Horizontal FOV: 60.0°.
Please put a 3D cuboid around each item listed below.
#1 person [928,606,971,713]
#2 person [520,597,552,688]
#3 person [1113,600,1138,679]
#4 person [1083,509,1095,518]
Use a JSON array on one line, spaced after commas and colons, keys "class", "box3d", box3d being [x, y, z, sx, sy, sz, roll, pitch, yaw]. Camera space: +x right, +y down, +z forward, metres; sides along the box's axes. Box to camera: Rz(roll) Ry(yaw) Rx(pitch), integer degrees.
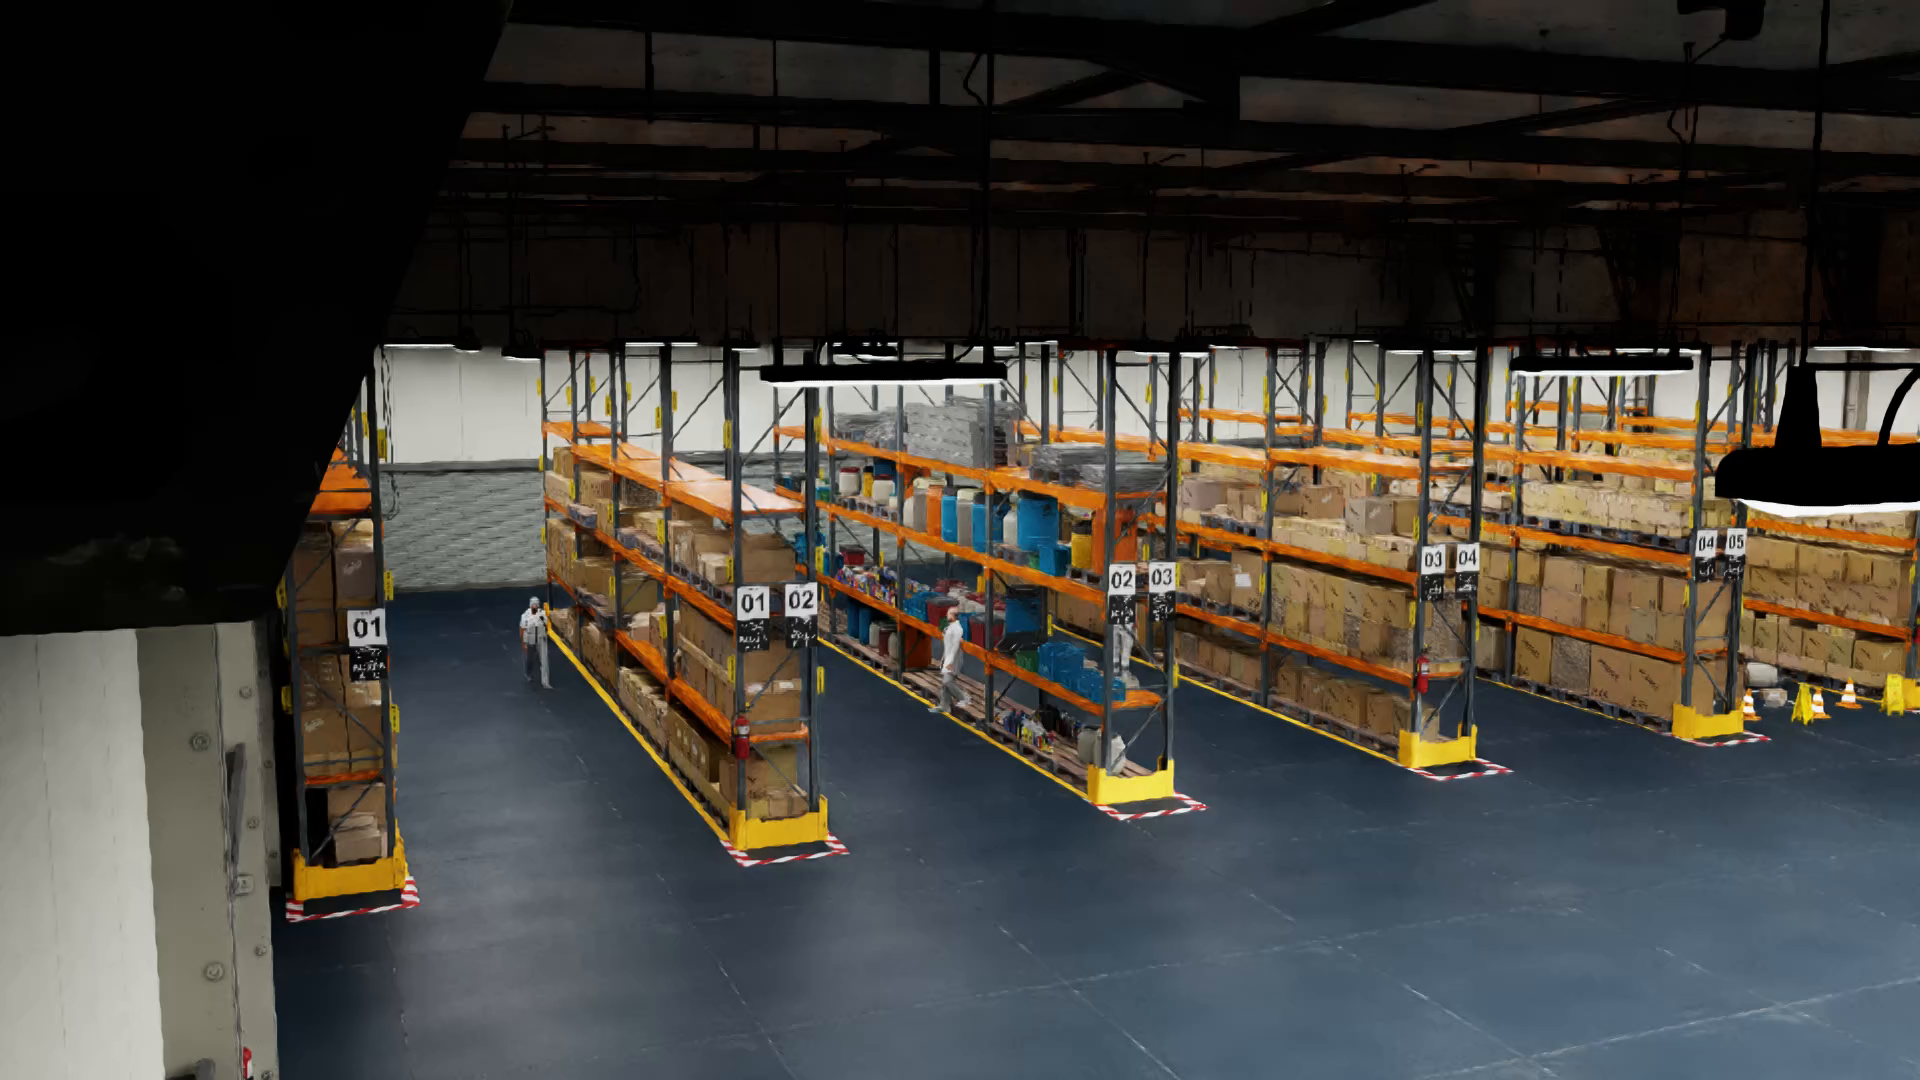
[{"class": "person", "box3d": [-0.171, 1.946, 26.850, 0.627, 1.768, 0.699, -2, 8, -15]}, {"class": "person", "box3d": [-7.427, 1.761, 29.060, 0.497, 1.583, 1.090, -3, 8, -19]}, {"class": "person", "box3d": [2.930, 1.571, 29.695, 0.605, 1.789, 0.450, 6, 9, 37]}, {"class": "person", "box3d": [3.461, -0.138, 43.290, 0.719, 1.714, 0.575, -3, 8, -22]}]
